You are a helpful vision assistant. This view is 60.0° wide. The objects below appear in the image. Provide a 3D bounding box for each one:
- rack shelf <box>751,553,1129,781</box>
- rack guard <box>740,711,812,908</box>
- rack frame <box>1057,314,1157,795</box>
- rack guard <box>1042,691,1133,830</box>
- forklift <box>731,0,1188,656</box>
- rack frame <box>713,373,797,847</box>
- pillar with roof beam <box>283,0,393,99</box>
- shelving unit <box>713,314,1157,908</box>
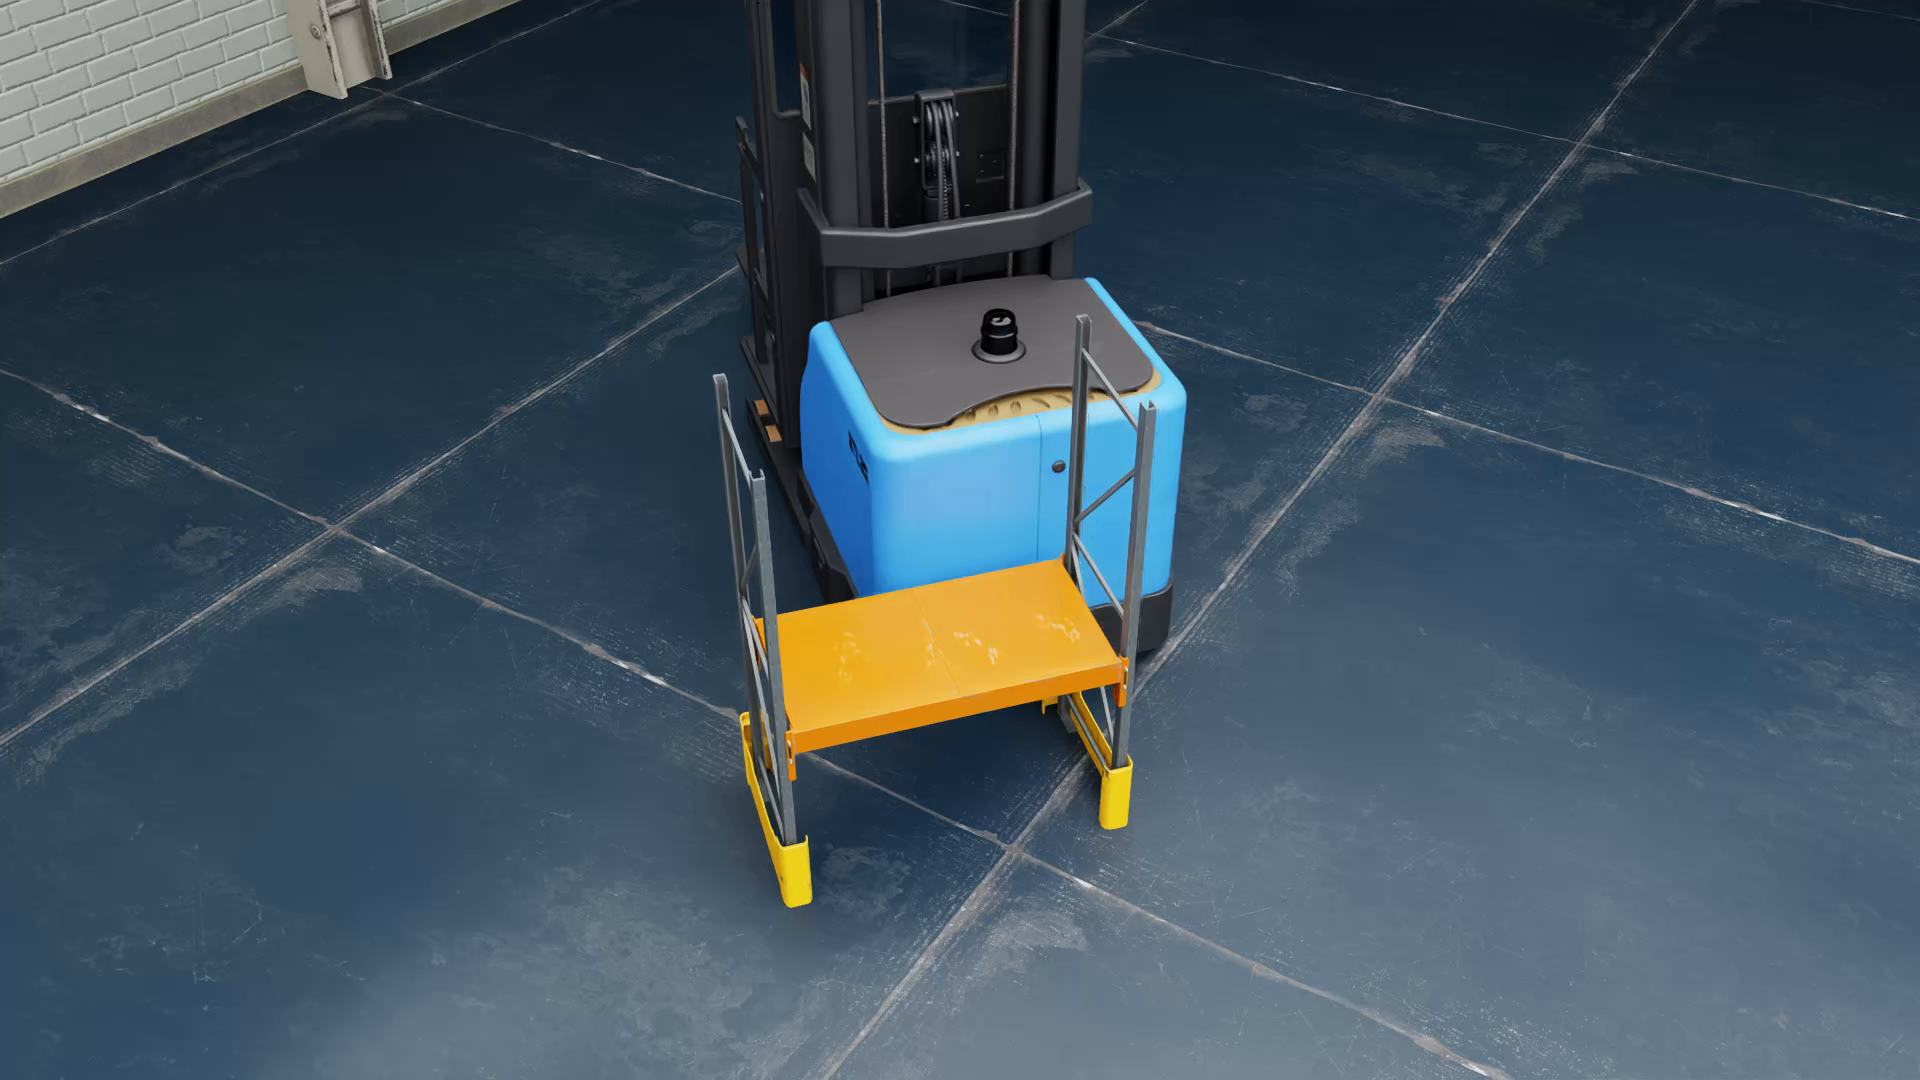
[{"bbox_3d":[-0.073,0.353,4.858,1.000,0.185,0.538,-11,39,-14],"label":"rack shelf"},{"bbox_3d":[-0.556,0.800,5.008,0.087,0.250,0.587,-11,39,-14],"label":"rack guard"},{"bbox_3d":[0.412,0.117,4.870,0.032,1.500,0.500,-11,39,-14],"label":"rack frame"},{"bbox_3d":[0.393,0.615,5.247,0.087,0.250,0.587,-11,39,-14],"label":"rack guard"},{"bbox_3d":[-0.236,-1.526,5.829,1.130,2.935,3.031,-12,39,-15],"label":"forklift"},{"bbox_3d":[-0.557,0.305,4.626,0.032,1.500,0.500,-11,39,-14],"label":"rack frame"},{"bbox_3d":[0.065,-4.832,5.147,9.100,9.000,0.400,21,42,25],"label":"pillar with roof beam"},{"bbox_3d":[-0.081,0.212,4.746,1.083,1.500,0.587,-11,39,-14],"label":"shelving unit"}]
